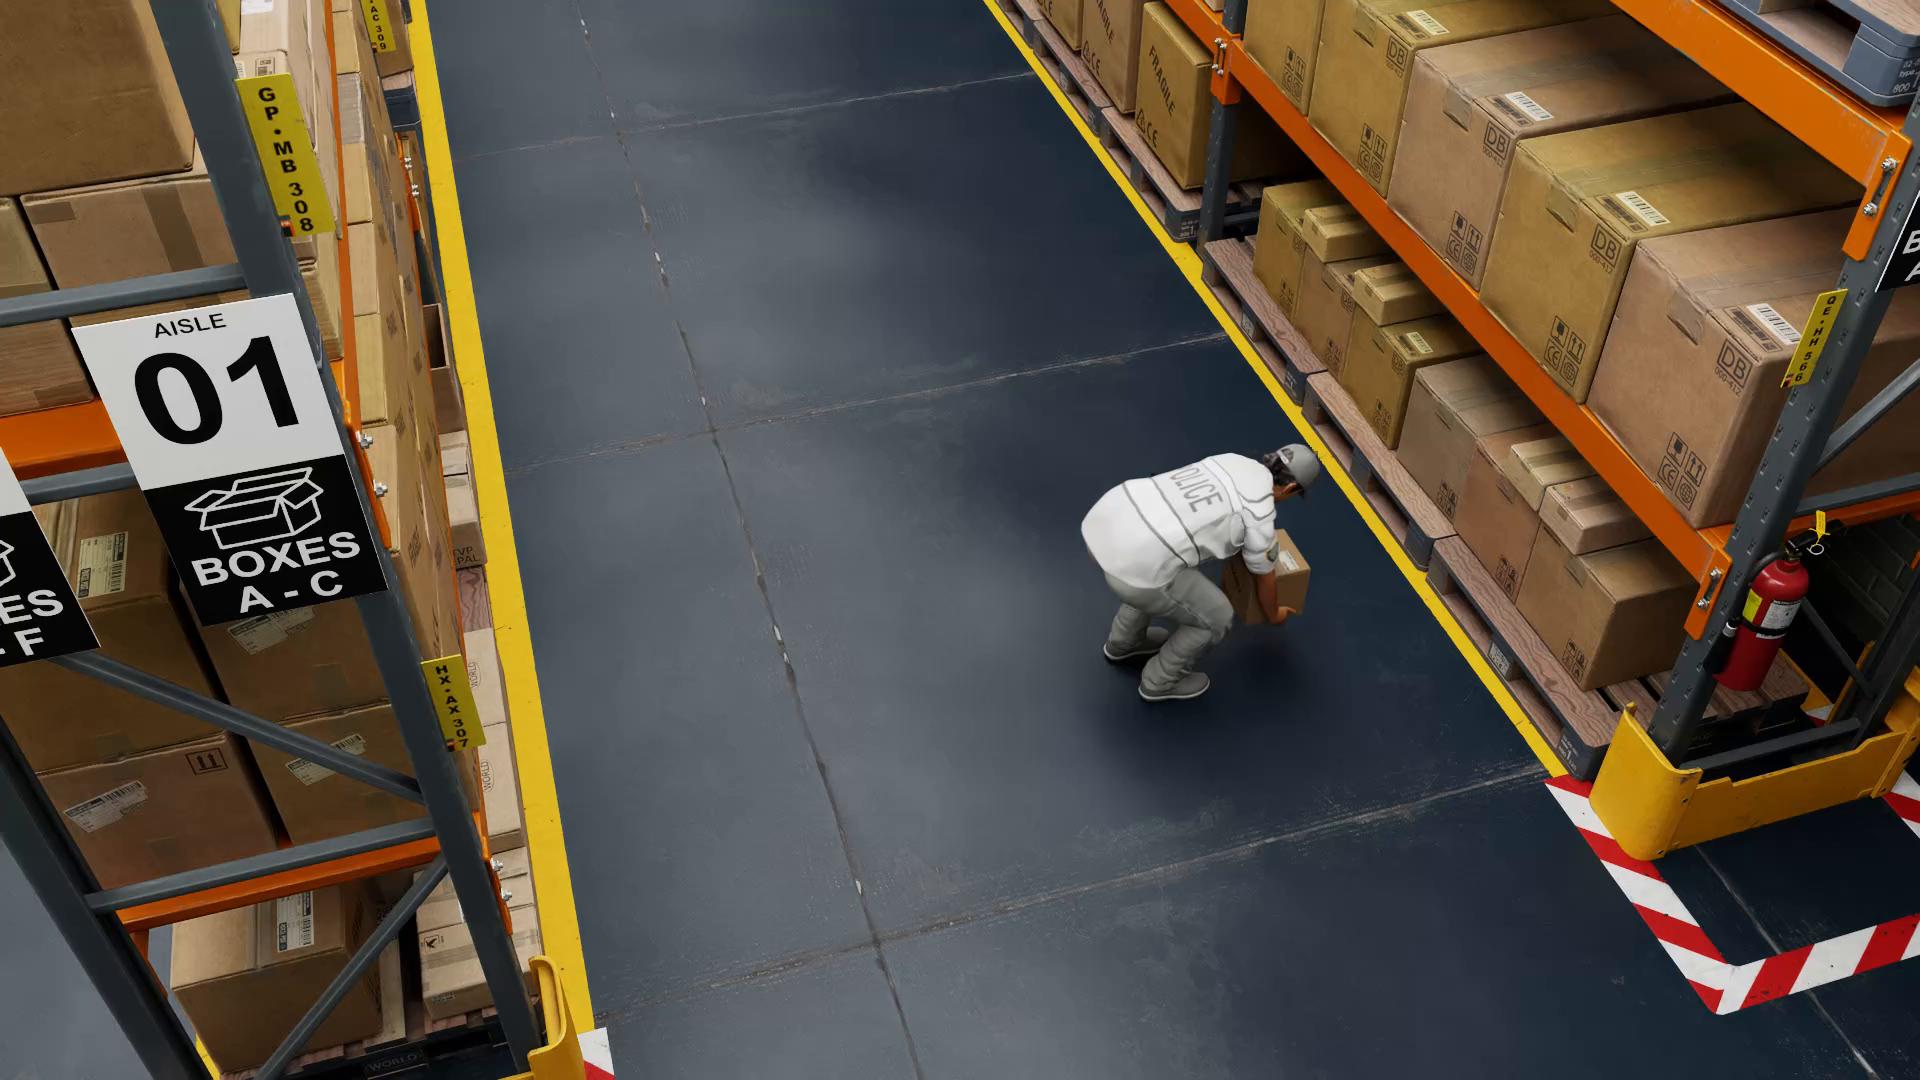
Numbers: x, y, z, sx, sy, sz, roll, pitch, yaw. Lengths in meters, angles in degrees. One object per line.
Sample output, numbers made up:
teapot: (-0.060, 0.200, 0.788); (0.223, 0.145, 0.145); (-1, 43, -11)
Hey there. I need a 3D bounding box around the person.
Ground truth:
person: (0.928, 0.123, 6.497); (0.938, 1.031, 0.504); (-14, 44, -15)
